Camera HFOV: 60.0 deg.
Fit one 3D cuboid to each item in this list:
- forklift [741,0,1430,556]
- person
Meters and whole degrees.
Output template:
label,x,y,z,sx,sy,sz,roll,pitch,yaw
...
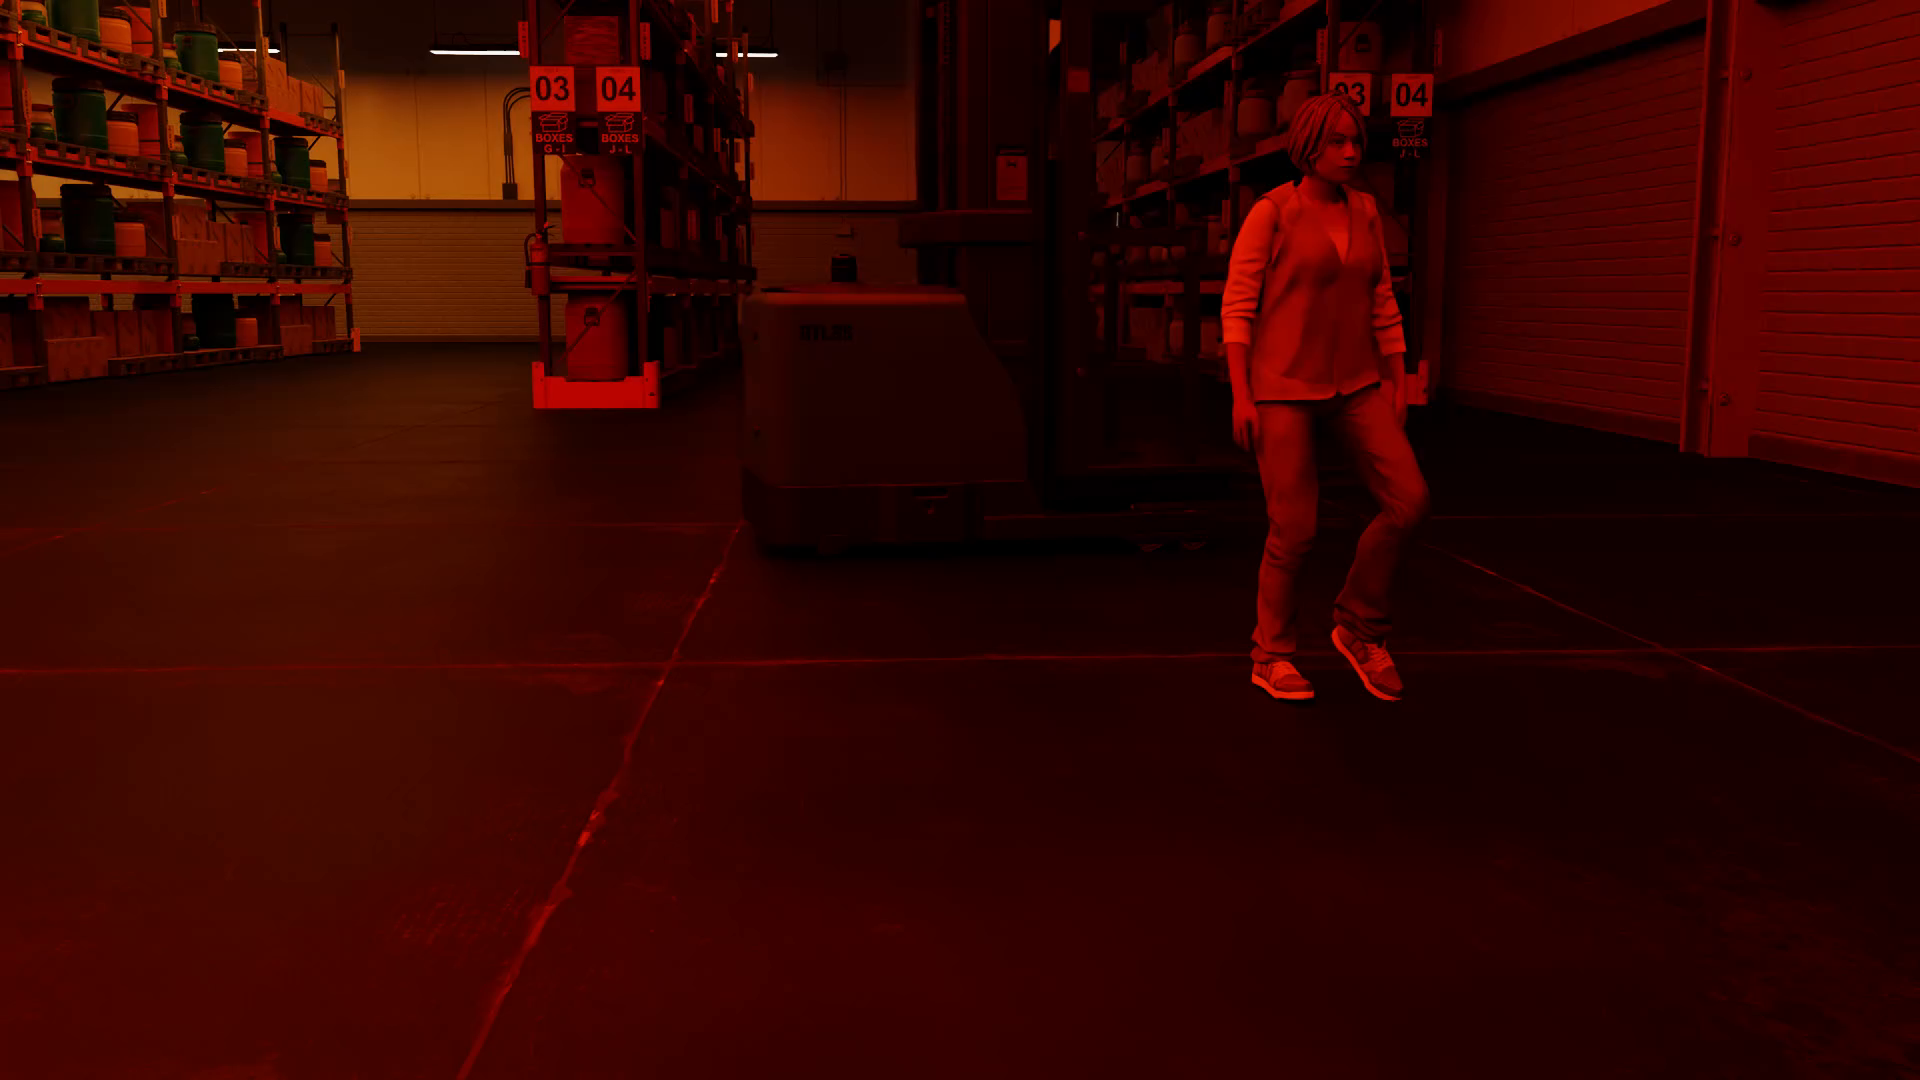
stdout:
label,x,y,z,sx,sy,sz,roll,pitch,yaw
forklift,0.587,-1.480,7.299,3.031,2.935,1.130,-2,9,-14
person,0.954,-0.352,4.334,0.519,1.584,0.447,-3,9,-18
